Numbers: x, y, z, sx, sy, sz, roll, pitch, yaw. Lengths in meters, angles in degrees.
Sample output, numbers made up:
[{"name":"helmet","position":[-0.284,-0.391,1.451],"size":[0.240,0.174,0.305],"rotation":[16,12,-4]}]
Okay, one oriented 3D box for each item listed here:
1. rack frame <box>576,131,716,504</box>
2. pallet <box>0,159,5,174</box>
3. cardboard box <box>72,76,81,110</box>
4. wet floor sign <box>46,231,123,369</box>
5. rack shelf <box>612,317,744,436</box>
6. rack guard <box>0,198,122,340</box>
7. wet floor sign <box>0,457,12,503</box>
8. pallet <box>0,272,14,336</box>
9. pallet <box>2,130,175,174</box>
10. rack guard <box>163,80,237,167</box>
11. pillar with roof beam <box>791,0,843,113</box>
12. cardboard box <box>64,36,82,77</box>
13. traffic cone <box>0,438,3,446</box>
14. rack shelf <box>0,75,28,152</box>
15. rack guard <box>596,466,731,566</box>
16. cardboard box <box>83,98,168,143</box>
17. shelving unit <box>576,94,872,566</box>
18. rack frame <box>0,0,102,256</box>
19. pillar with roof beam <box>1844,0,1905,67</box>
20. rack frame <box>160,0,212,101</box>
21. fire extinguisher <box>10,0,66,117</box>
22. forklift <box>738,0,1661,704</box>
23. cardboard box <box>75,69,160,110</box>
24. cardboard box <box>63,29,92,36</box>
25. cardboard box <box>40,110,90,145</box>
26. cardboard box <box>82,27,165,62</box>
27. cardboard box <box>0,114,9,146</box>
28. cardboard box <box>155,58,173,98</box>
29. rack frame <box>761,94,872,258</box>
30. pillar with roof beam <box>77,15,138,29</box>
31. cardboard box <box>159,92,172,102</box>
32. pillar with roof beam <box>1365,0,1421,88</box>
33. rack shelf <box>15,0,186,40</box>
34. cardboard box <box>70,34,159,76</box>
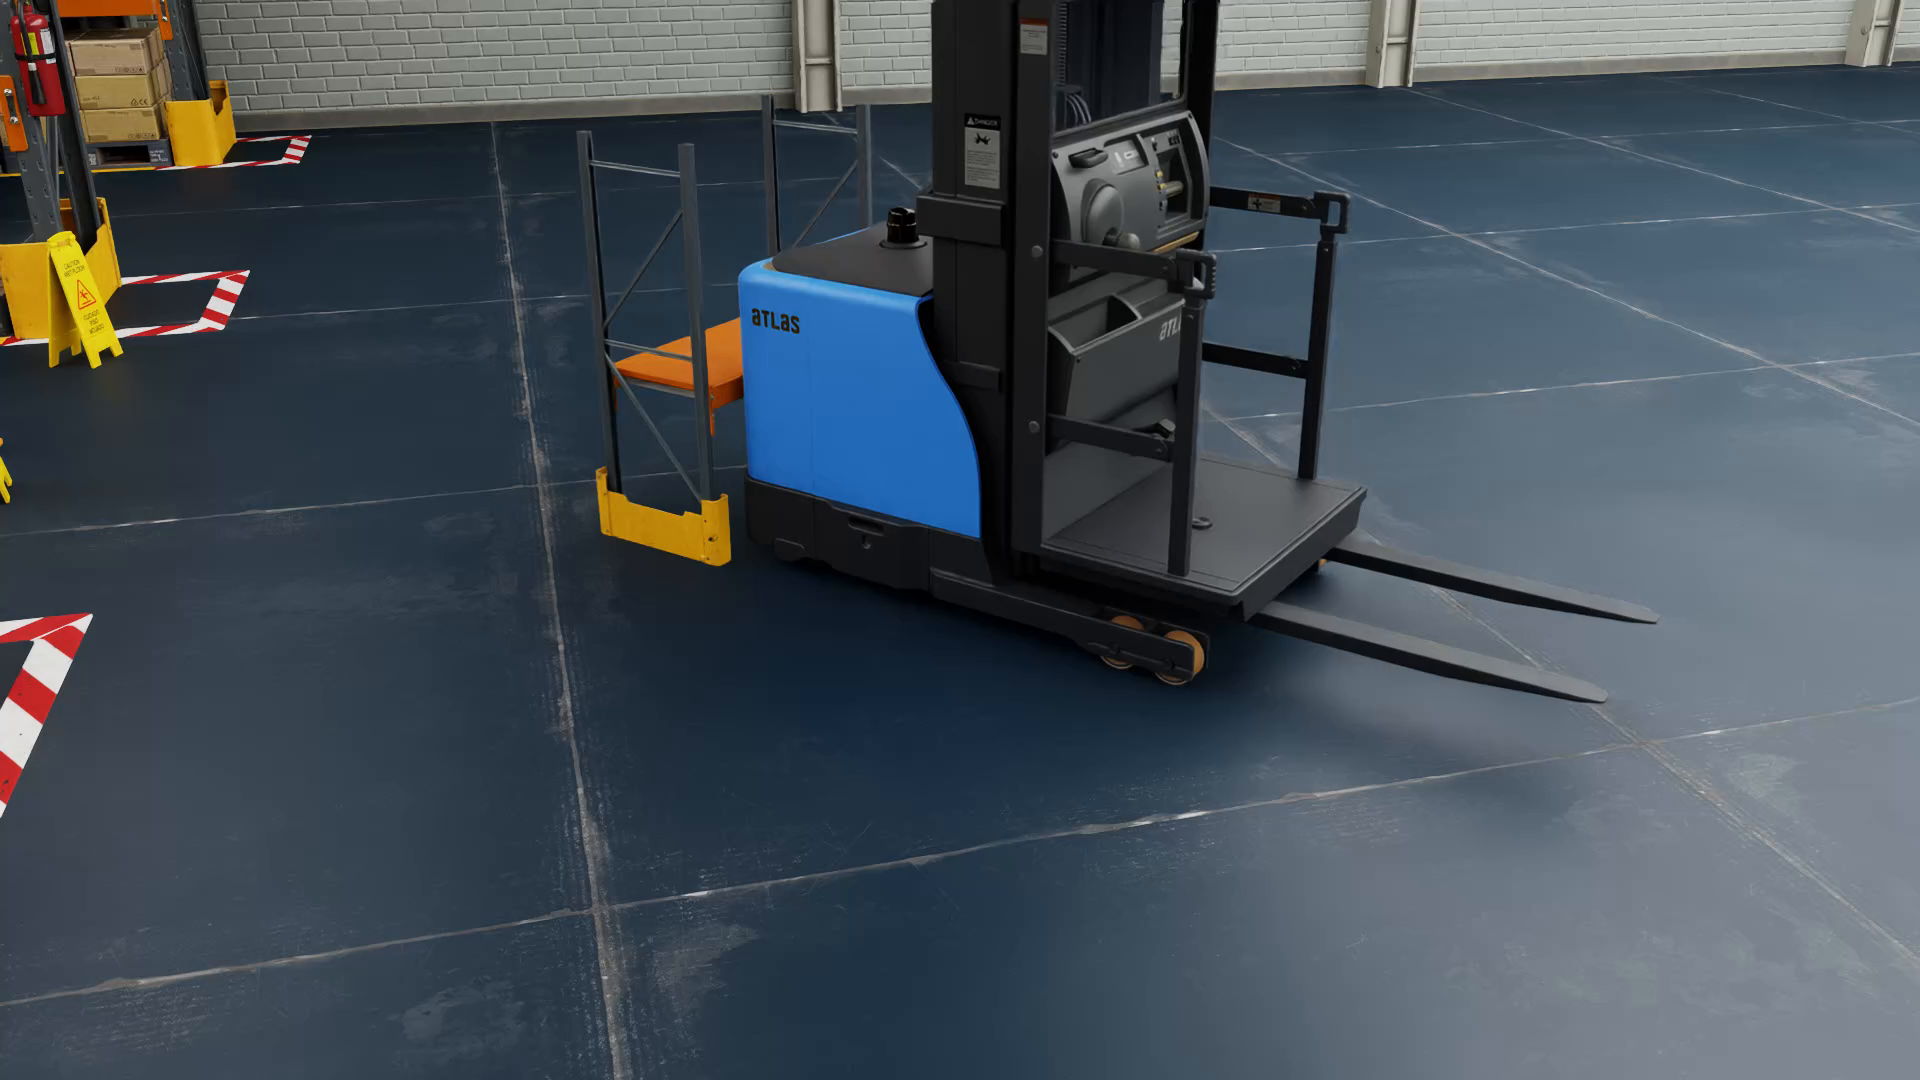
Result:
[{"name":"rack frame","position":[-1.100,-0.668,5.904],"size":[0.500,1.500,0.032],"rotation":[14,27,29]},{"name":"pallet","position":[-8.100,-3.043,13.074],"size":[1.213,0.211,1.003],"rotation":[-6,24,-14]},{"name":"cardboard box","position":[-7.073,-3.490,12.899],"size":[0.500,0.250,0.500],"rotation":[-7,24,-15]},{"name":"wet floor sign","position":[-4.386,-1.198,8.224],"size":[0.232,0.644,0.267],"rotation":[2,23,4]},{"name":"rack shelf","position":[-0.830,-0.672,6.370],"size":[0.538,0.185,1.000],"rotation":[14,27,29]},{"name":"rack guard","position":[-4.931,-1.509,9.134],"size":[0.348,0.500,1.175],"rotation":[-6,24,-14]},{"name":"wet floor sign","position":[-3.931,-0.471,6.528],"size":[0.232,0.644,0.267],"rotation":[-11,25,-23]},{"name":"pallet","position":[-5.723,-1.304,9.020],"size":[1.213,0.211,1.003],"rotation":[-6,24,-14]},{"name":"pallet","position":[-6.928,-3.172,13.374],"size":[1.213,0.211,1.003],"rotation":[-6,24,-14]},{"name":"rack guard","position":[-6.179,-3.404,13.550],"size":[0.348,0.500,1.175],"rotation":[-6,24,-14]},{"name":"pillar with roof beam","position":[-0.177,-6.580,10.173],"size":[0.400,9.000,9.100],"rotation":[-6,24,-14]},{"name":"cardboard box","position":[-7.052,-3.715,12.791],"size":[0.500,0.250,0.500],"rotation":[-6,24,-13]},{"name":"traffic cone","position":[-4.297,-0.580,7.014],"size":[0.334,0.463,0.336],"rotation":[-6,24,-14]},{"name":"rack shelf","position":[-6.784,-2.123,8.305],"size":[4.000,0.370,1.077],"rotation":[-6,24,-14]},{"name":"rack guard","position":[-1.100,-0.094,6.151],"size":[0.587,0.250,0.087],"rotation":[14,27,29]},{"name":"cardboard box","position":[-6.570,-3.310,13.114],"size":[0.500,0.250,0.500],"rotation":[-6,24,-14]},{"name":"shelving unit","position":[-0.835,-0.834,6.292],"size":[0.587,1.500,1.083],"rotation":[14,27,29]},{"name":"rack frame","position":[-4.858,-2.666,8.660],"size":[0.127,3.000,1.000],"rotation":[-6,24,-14]},{"name":"pillar with roof beam","position":[11.377,-7.858,13.152],"size":[0.400,9.000,9.100],"rotation":[-6,24,-14]},{"name":"rack frame","position":[-6.203,-4.550,13.051],"size":[0.127,3.000,1.000],"rotation":[-6,24,-14]},{"name":"fire extinguisher","position":[-4.623,-2.468,8.296],"size":[0.183,0.674,0.296],"rotation":[-6,24,-14]},{"name":"forklift","position":[0.724,-1.132,5.171],"size":[3.031,2.935,1.130],"rotation":[15,27,31]},{"name":"cardboard box","position":[-6.587,-3.539,13.014],"size":[0.500,0.250,0.500],"rotation":[-7,24,-15]},{"name":"cardboard box","position":[-7.197,-3.905,13.234],"size":[0.500,0.250,0.500],"rotation":[-6,24,-14]},{"name":"cardboard box","position":[-7.051,-3.260,12.999],"size":[0.500,0.250,0.500],"rotation":[-6,24,-14]},{"name":"cardboard box","position":[-6.716,-3.960,13.361],"size":[0.500,0.250,0.500],"rotation":[-7,24,-15]},{"name":"cardboard box","position":[-7.535,-3.211,12.883],"size":[0.500,0.250,0.500],"rotation":[-6,24,-14]},{"name":"cardboard box","position":[-6.711,-3.738,13.479],"size":[0.500,0.250,0.500],"rotation":[-6,24,-13]},{"name":"rack frame","position":[-0.560,-1.007,6.695],"size":[0.500,1.500,0.032],"rotation":[14,27,29]},{"name":"pillar with roof beam","position":[-5.954,-5.941,8.683],"size":[0.400,9.000,9.100],"rotation":[-6,24,-14]},{"name":"cardboard box","position":[-6.728,-3.502,13.561],"size":[0.500,0.250,0.500],"rotation":[-6,24,-14]},{"name":"pillar with roof beam","position":[5.600,-7.219,11.662],"size":[0.400,9.000,9.100],"rotation":[-6,24,-14]},{"name":"rack shelf","position":[-8.128,-4.007,12.696],"size":[4.000,0.370,1.077],"rotation":[-6,24,-14]},{"name":"cardboard box","position":[-6.562,-3.772,12.923],"size":[0.500,0.250,0.500],"rotation":[-5,24,-13]}]
